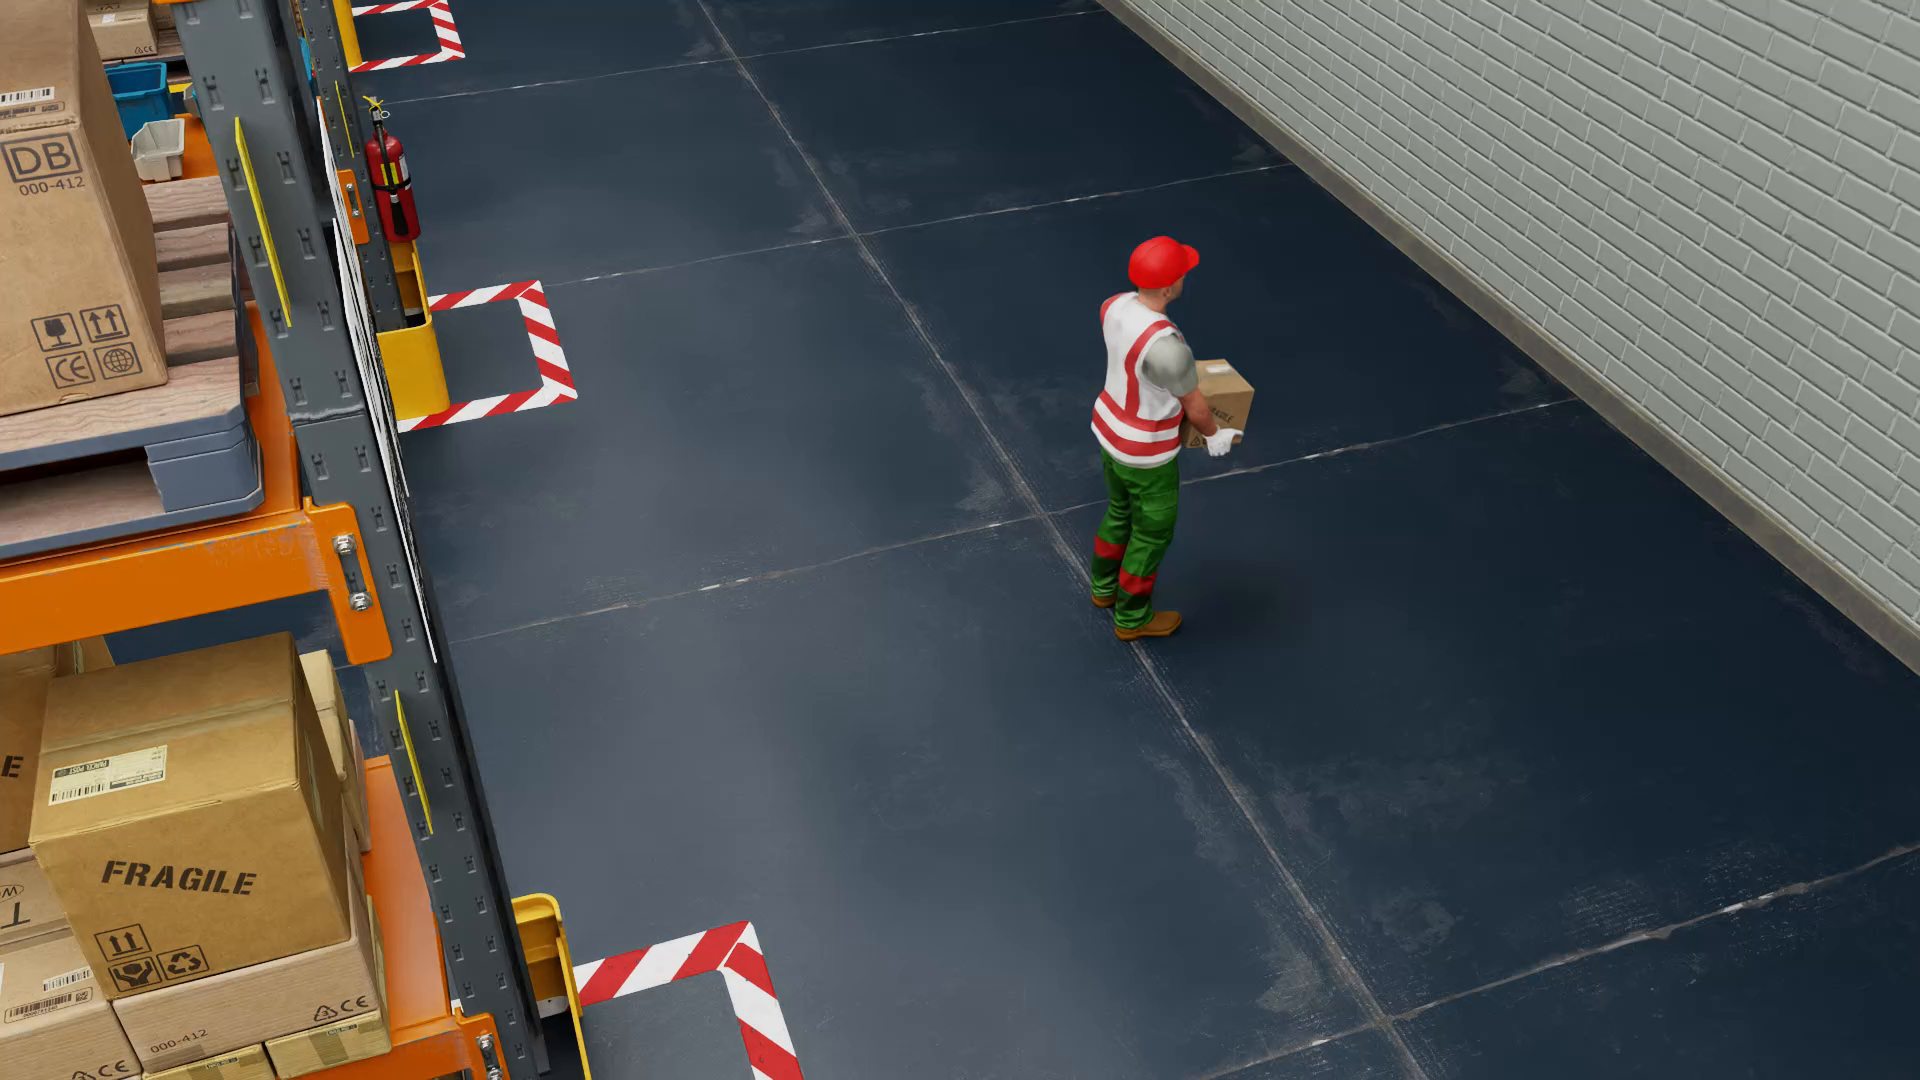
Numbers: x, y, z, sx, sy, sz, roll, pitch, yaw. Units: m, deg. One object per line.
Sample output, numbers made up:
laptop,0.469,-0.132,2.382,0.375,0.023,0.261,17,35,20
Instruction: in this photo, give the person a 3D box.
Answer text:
person,0.815,-0.418,6.679,0.566,1.785,0.495,-13,39,-16
